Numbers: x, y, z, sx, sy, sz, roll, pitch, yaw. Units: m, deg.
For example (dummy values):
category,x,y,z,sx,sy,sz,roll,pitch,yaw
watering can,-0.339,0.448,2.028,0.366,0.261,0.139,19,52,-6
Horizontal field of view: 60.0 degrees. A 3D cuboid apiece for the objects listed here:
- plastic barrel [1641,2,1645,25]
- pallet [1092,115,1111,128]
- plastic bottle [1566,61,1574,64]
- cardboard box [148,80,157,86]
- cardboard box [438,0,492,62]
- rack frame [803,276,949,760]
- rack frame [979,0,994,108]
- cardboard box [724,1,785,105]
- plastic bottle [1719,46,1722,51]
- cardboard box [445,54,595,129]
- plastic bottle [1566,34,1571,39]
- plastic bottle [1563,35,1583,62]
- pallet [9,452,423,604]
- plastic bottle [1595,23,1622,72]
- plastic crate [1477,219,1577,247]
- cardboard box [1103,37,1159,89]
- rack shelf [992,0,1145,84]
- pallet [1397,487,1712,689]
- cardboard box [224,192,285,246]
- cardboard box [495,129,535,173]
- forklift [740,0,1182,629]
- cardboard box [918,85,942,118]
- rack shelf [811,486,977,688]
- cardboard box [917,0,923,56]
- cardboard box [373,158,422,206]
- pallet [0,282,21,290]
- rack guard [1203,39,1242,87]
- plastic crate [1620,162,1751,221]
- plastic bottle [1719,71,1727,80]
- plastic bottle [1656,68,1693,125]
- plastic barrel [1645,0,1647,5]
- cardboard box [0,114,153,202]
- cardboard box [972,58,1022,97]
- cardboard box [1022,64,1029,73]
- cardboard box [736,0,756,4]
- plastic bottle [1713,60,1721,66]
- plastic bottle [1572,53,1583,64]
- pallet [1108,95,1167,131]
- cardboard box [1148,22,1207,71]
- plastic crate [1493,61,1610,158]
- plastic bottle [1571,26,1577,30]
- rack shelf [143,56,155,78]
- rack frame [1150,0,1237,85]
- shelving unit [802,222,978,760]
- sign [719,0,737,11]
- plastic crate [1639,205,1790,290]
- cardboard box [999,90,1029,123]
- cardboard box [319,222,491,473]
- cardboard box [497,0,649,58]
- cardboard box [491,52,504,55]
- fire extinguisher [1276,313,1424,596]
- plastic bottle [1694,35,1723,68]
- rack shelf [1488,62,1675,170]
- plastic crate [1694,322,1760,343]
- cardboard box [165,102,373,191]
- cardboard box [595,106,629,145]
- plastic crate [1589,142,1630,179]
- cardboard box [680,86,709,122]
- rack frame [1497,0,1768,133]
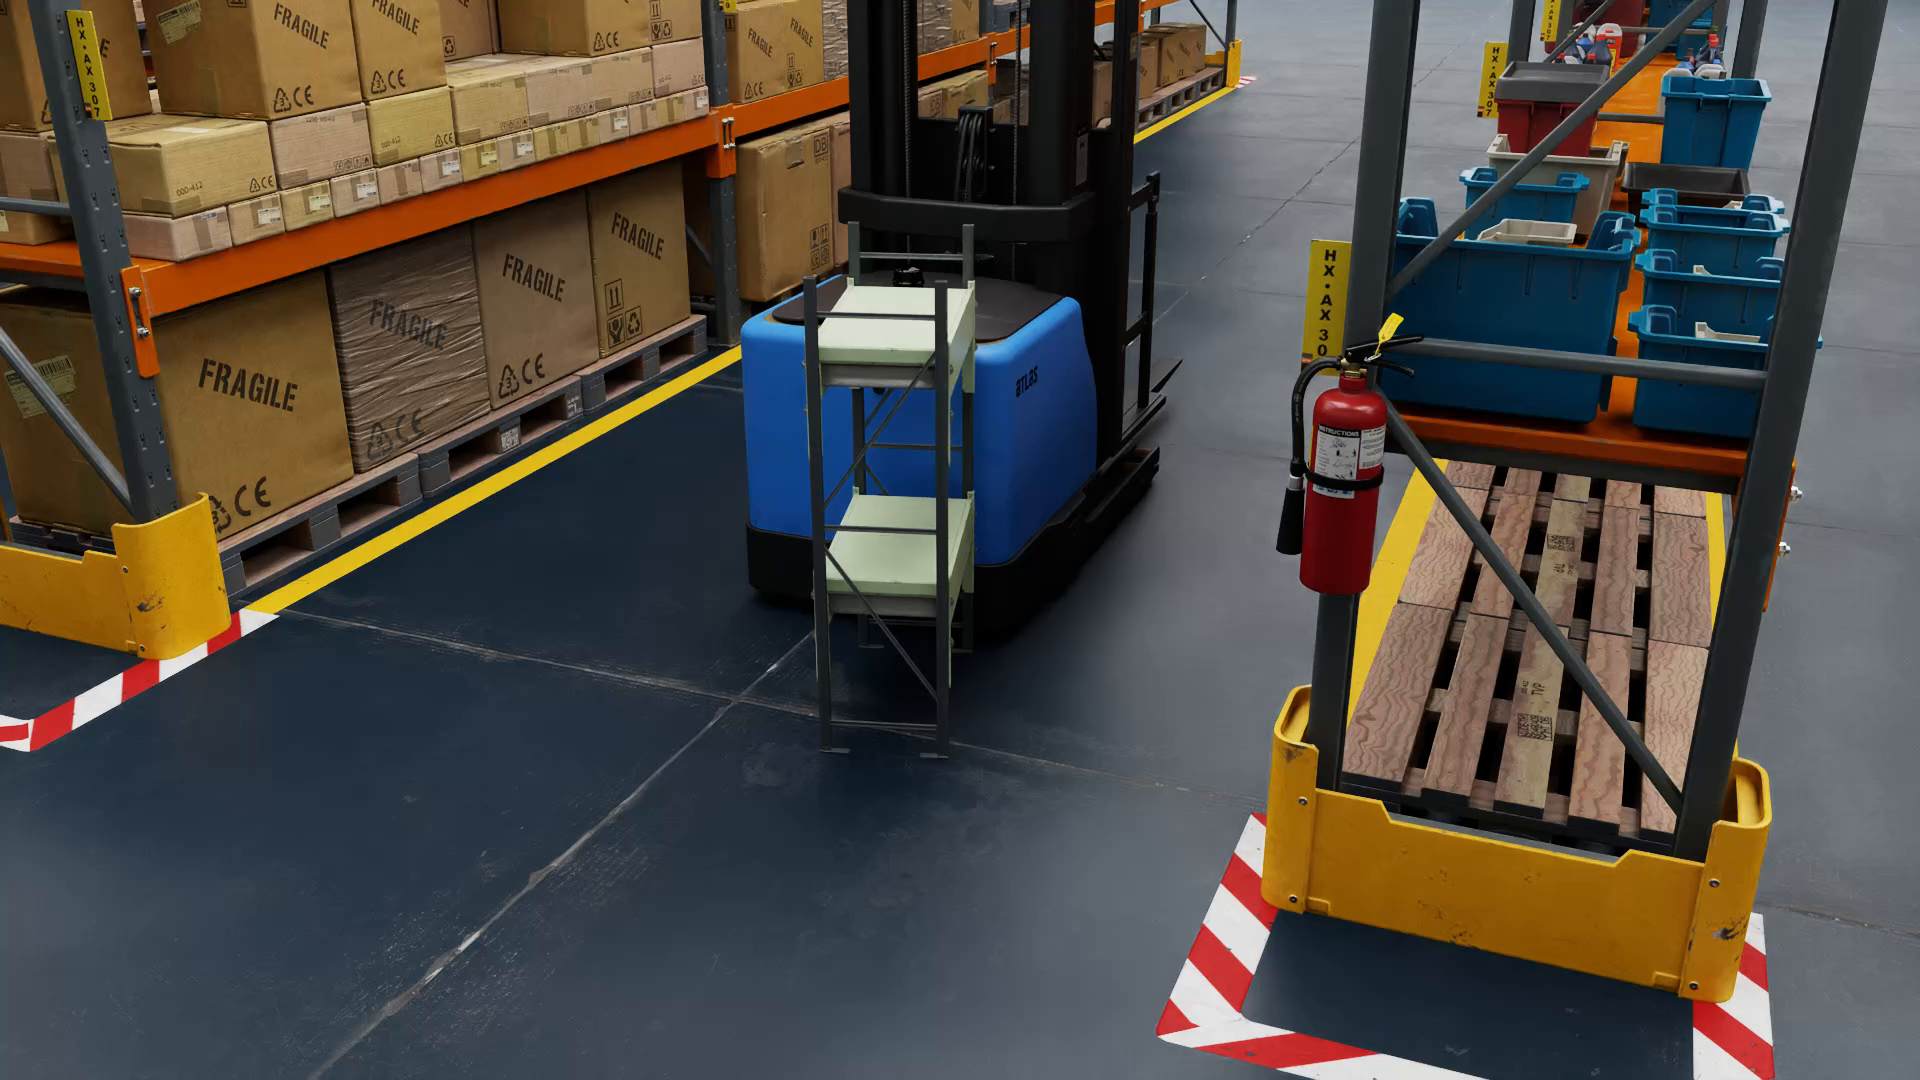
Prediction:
category,x,y,z,sx,sy,sz,roll,pitch,yaw
plastic barrel,4.704,-3.867,11.972,0.421,0.512,0.421,0,23,0
pallet,0.963,-3.841,15.672,1.003,0.211,1.213,9,24,20
plastic bottle,3.097,-2.324,8.584,0.152,0.276,0.135,9,24,20
cardboard box,-5.860,-3.353,12.610,0.500,0.250,0.500,8,24,18
cardboard box,-2.515,-2.461,7.586,0.500,0.500,0.500,8,24,18
rack frame,-0.234,-0.026,4.866,0.400,1.500,0.023,2,23,6
rack frame,-0.235,-3.975,12.376,1.000,3.000,0.127,9,24,20
cardboard box,-1.317,-2.719,9.238,0.500,0.500,0.500,9,24,20
plastic bottle,4.185,-2.598,9.228,0.061,0.283,0.133,9,24,20
cardboard box,-2.020,-2.048,7.570,0.500,0.250,0.500,9,24,21
plastic bottle,3.553,-2.814,9.747,0.061,0.283,0.133,9,24,20
plastic bottle,3.325,-2.582,9.104,0.144,0.351,0.185,9,24,20
pallet,-2.982,-0.123,6.771,1.003,0.211,1.213,9,24,20
plastic bottle,4.044,-3.079,10.390,0.152,0.276,0.135,9,24,20
plastic crate,1.822,-0.941,5.374,0.298,0.136,0.250,9,24,20
cardboard box,1.800,-5.024,17.584,0.500,0.500,0.500,7,24,15
rack shelf,0.508,-4.359,14.228,1.077,0.370,4.000,9,24,20
pallet,2.189,0.159,6.096,1.003,0.211,1.213,9,24,20
cardboard box,-2.674,-1.168,5.981,0.380,0.149,0.250,8,24,19
cardboard box,-2.102,-1.721,7.305,0.380,0.149,0.250,9,24,21
forklift,0.237,-1.577,6.724,1.130,2.935,3.031,9,24,20
cardboard box,-0.849,-2.627,11.359,1.225,0.875,0.875,9,24,20
rack shelf,-0.195,0.135,5.328,0.431,0.370,0.720,2,23,6
cardboard box,-0.568,-3.446,10.977,0.500,0.500,0.500,8,24,18
cardboard box,-2.388,-1.444,6.642,0.380,0.149,0.250,8,24,19
pallet,-6.505,-1.758,10.685,1.003,0.211,1.213,9,24,20
rack guard,2.709,-5.658,19.646,1.175,0.500,0.348,9,24,20
plastic crate,2.712,-1.297,6.241,0.437,0.125,0.590,9,24,20
plastic bottle,3.740,-2.169,8.202,0.061,0.283,0.133,9,24,20
plastic bottle,3.607,-2.242,8.386,0.152,0.276,0.135,9,24,20
plastic barrel,5.425,-4.834,13.781,0.600,0.901,0.708,9,24,20
cardboard box,-3.273,-1.392,5.999,0.500,0.250,0.500,8,24,19
cardboard box,0.174,-3.806,13.670,0.500,0.250,0.500,12,25,26
cardboard box,0.808,-4.072,15.279,0.700,0.500,0.500,9,24,20
cardboard box,-1.491,-3.283,9.286,0.797,0.503,0.637,8,24,19
plastic bottle,3.939,-2.373,8.707,0.097,0.271,0.097,0,23,0
plastic bottle,3.307,-2.490,8.985,0.097,0.271,0.097,0,23,0
pallet,1.468,-4.365,16.927,1.003,0.211,1.213,9,24,20
cardboard box,2.489,-5.658,19.101,0.500,0.500,0.500,14,26,30
plastic crate,2.314,-1.608,6.548,0.402,0.464,0.583,9,24,20
plastic bottle,3.739,-2.993,10.174,0.061,0.283,0.133,9,24,20
rack shelf,-5.545,-3.674,12.587,1.077,0.370,4.000,9,24,20
rack frame,2.737,-6.838,19.229,1.000,3.000,0.127,9,24,20
shelving unit,-0.195,-0.166,5.202,0.431,1.500,0.755,2,23,6
sign,-1.205,-2.901,8.578,0.100,0.325,0.005,9,24,20
plastic crate,2.279,-0.866,5.072,0.416,0.233,0.300,9,24,20
cardboard box,0.190,-3.468,13.833,0.700,0.500,0.500,7,24,16
cardboard box,-2.705,-0.892,7.206,0.875,0.875,0.875,9,24,20
cardboard box,-1.833,-2.577,7.862,0.500,0.500,0.500,9,24,21
cardboard box,-2.327,-2.304,8.183,0.500,0.250,0.500,9,24,20
fire extinguisher,0.914,-0.207,3.937,0.296,0.674,0.183,9,24,20
plastic bottle,4.087,-2.578,9.093,0.144,0.351,0.185,9,24,20
rack shelf,3.621,-2.219,9.103,1.077,0.370,4.000,9,24,20
plastic crate,1.986,-0.454,4.208,0.250,0.136,0.298,9,24,20
cardboard box,-2.590,-1.501,6.260,0.500,0.250,0.500,8,24,19
cardboard box,-1.816,-1.996,7.963,0.380,0.149,0.250,9,24,21
plastic crate,2.573,-1.595,6.941,0.396,0.136,0.243,9,24,20
cardboard box,-1.530,-2.272,8.624,0.380,0.149,0.250,9,24,20
rack frame,2.878,-1.835,7.251,1.000,3.000,0.127,9,24,20
